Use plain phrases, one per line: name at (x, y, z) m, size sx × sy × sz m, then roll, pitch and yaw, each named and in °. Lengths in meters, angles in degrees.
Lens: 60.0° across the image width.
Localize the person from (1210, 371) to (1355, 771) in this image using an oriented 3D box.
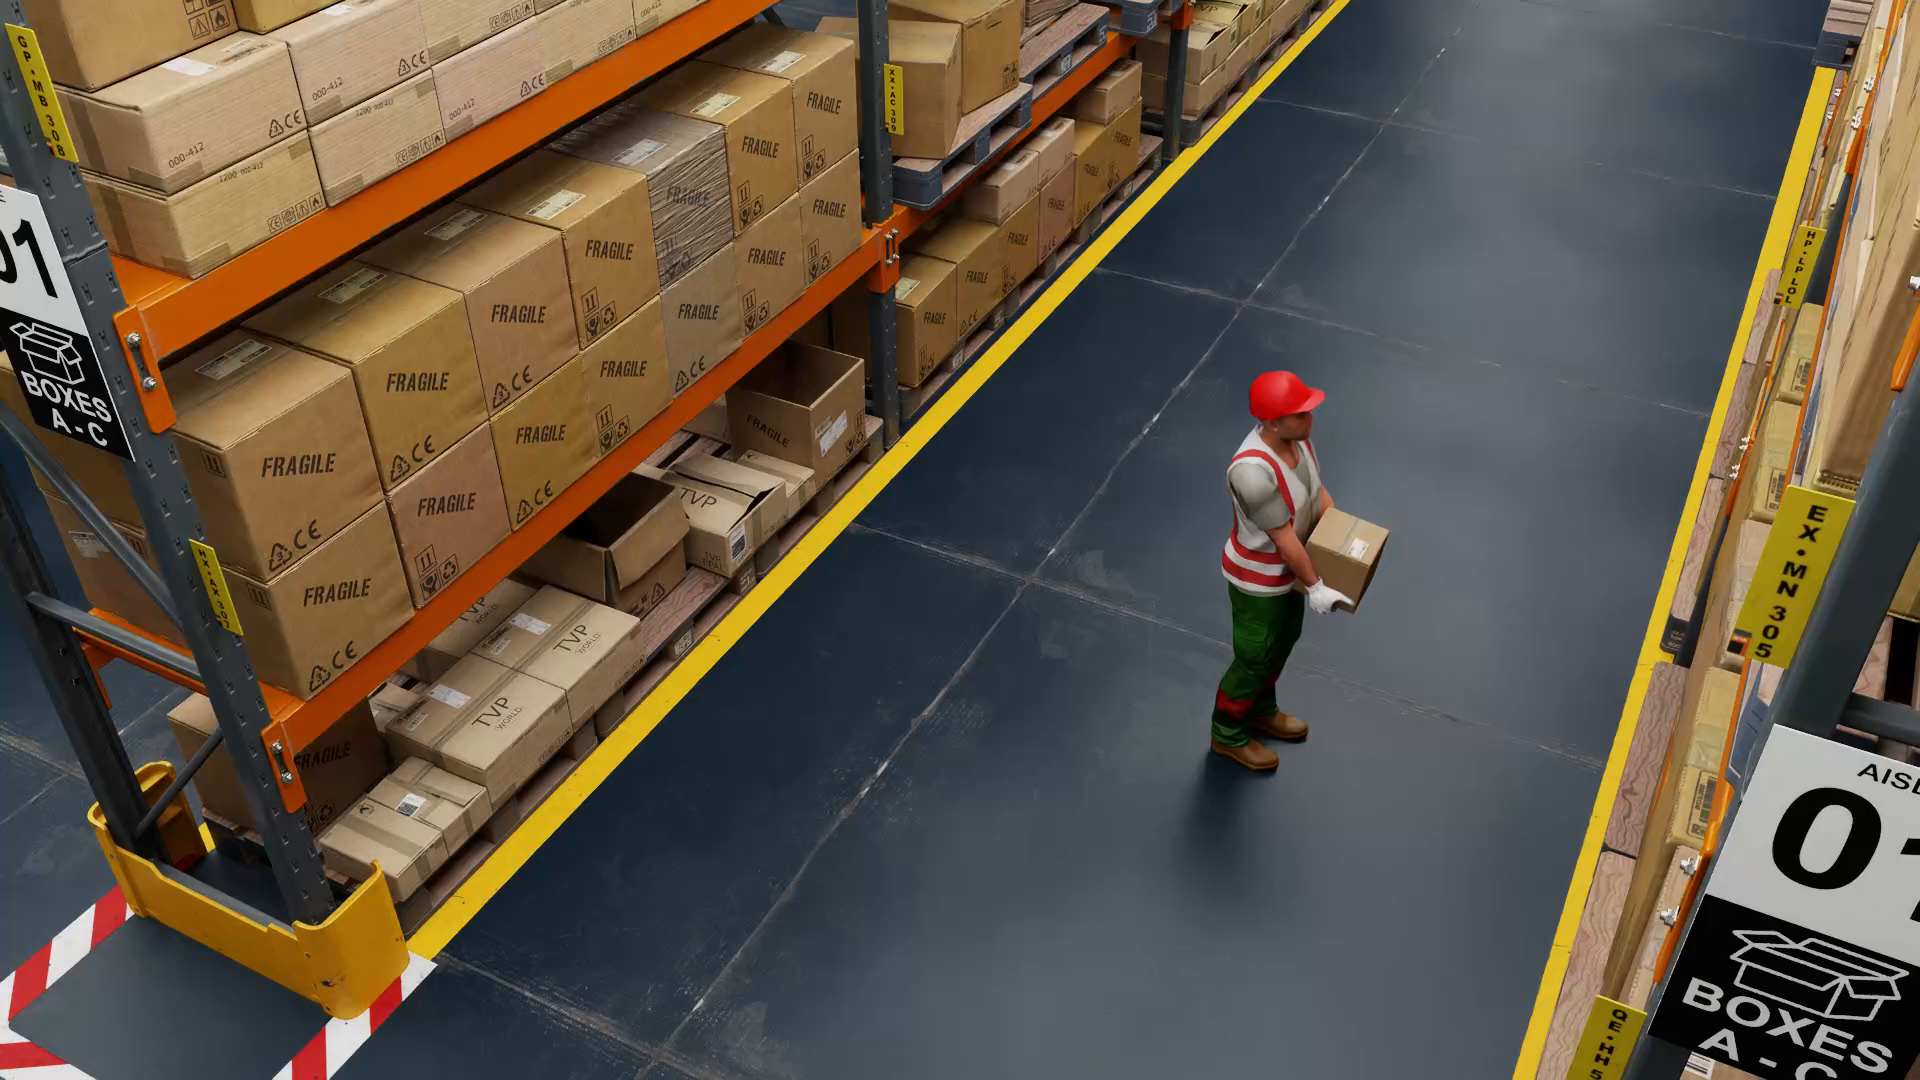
person at (1.314, 0.147, 6.542) m, size 0.566 × 1.784 × 0.494 m, roll 18°, pitch 41°, yaw 22°
